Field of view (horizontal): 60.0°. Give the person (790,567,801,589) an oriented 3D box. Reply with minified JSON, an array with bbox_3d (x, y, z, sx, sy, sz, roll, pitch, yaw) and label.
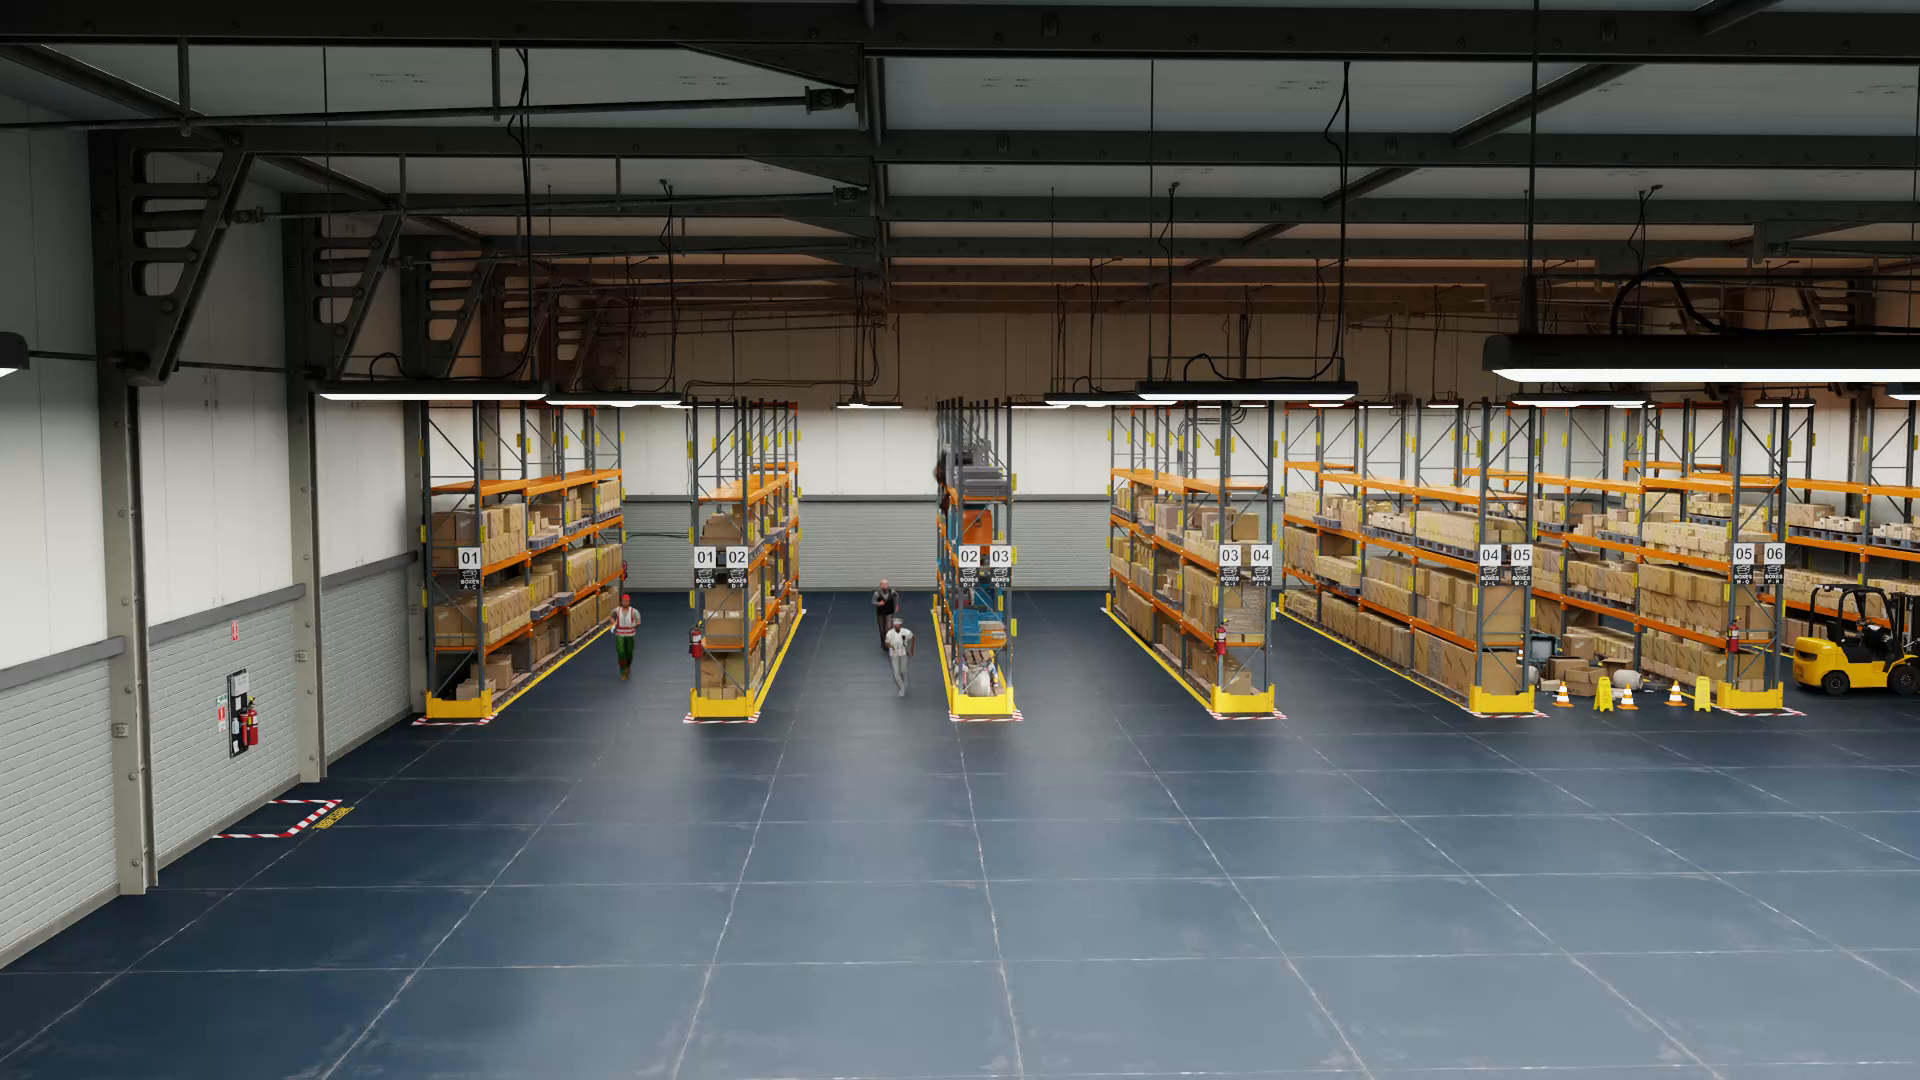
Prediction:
[{"bbox_3d":[-4.952,1.160,48.530,0.659,1.691,0.580,2,5,21],"label":"person"}]

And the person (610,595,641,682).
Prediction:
[{"bbox_3d":[-7.152,2.063,35.586,0.652,1.805,0.983,-1,5,-12],"label":"person"}]

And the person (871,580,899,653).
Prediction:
[{"bbox_3d":[-1.782,1.809,39.661,0.679,1.744,0.832,-1,4,-8],"label":"person"}]

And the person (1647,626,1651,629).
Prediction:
[{"bbox_3d":[16.973,1.722,40.426,0.659,1.809,0.878,0,4,-2],"label":"person"}]

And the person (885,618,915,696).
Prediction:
[{"bbox_3d":[-1.217,2.349,33.408,0.561,1.612,0.673,1,4,9],"label":"person"}]
